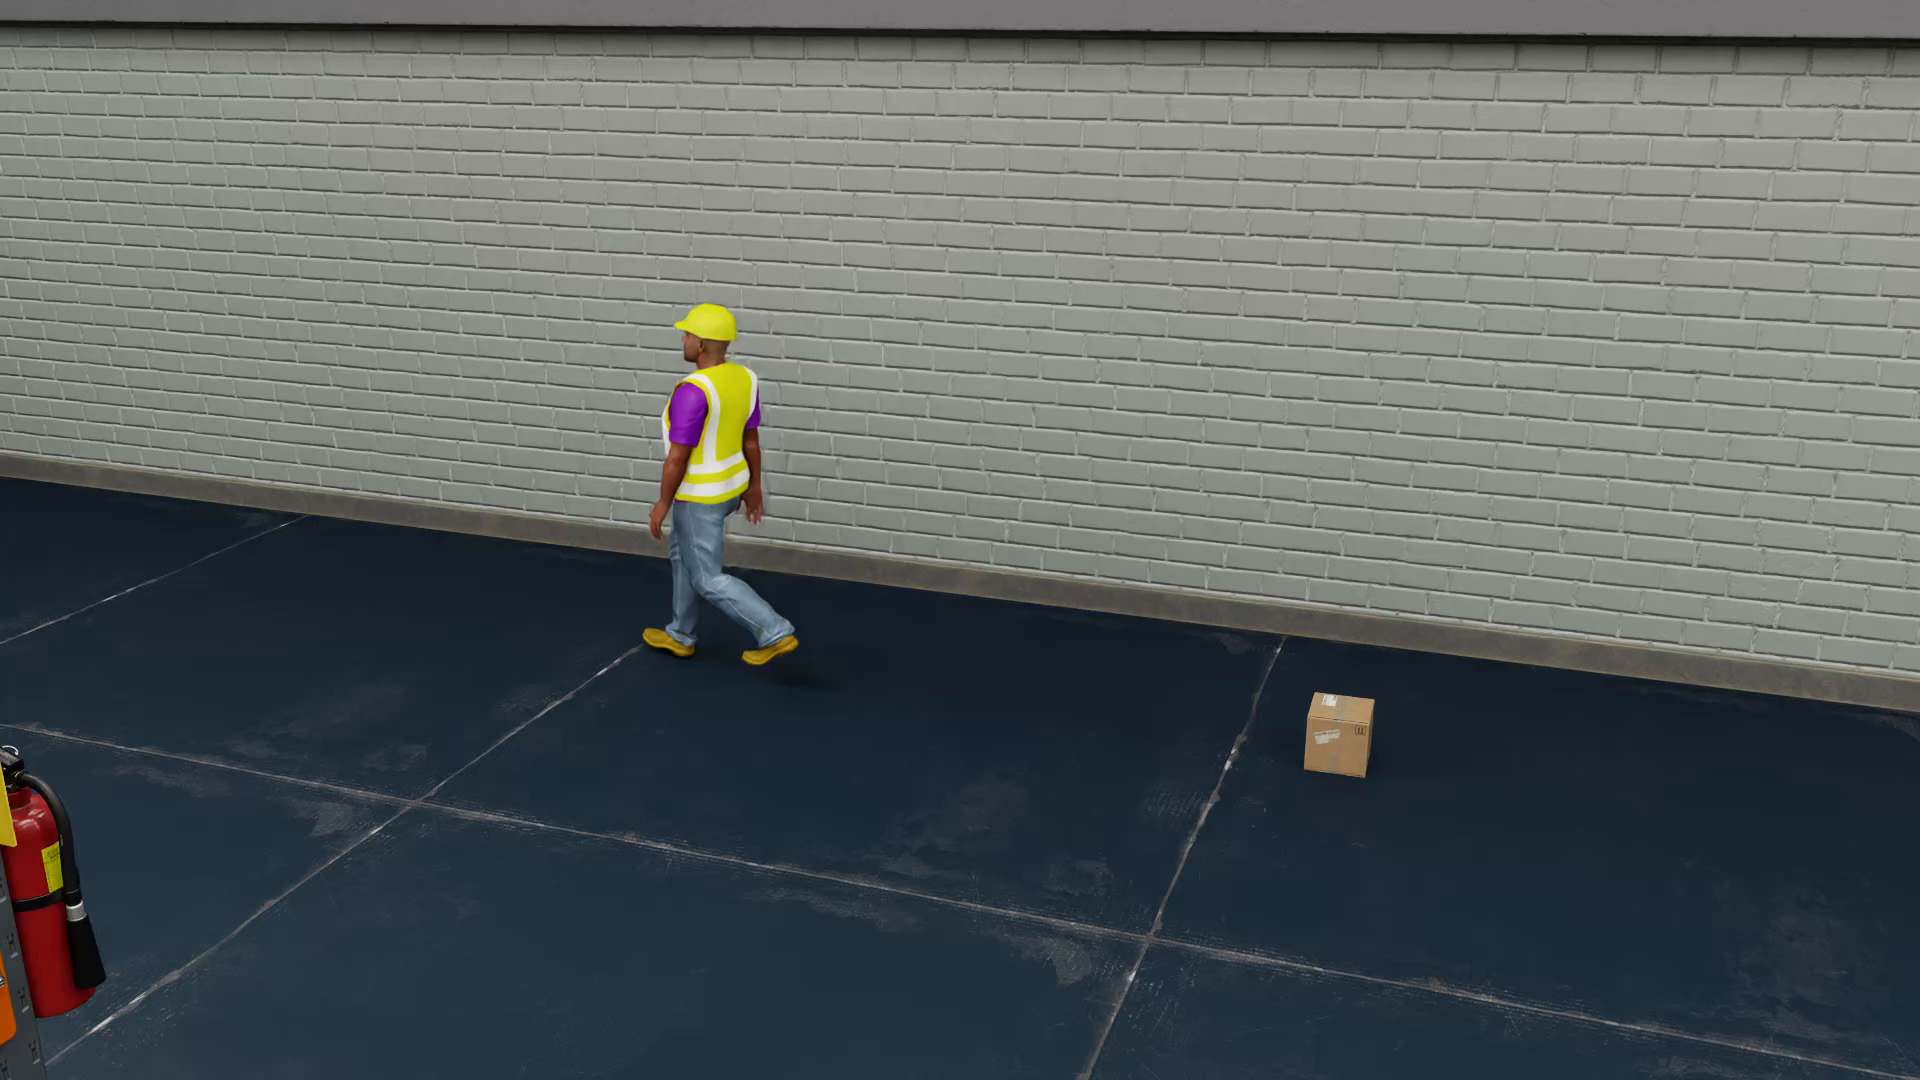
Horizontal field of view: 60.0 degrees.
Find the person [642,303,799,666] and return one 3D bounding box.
[{"bbox_3d":[-1.162,-0.224,7.683,0.945,1.734,0.583,7,20,21],"label":"person"}]
